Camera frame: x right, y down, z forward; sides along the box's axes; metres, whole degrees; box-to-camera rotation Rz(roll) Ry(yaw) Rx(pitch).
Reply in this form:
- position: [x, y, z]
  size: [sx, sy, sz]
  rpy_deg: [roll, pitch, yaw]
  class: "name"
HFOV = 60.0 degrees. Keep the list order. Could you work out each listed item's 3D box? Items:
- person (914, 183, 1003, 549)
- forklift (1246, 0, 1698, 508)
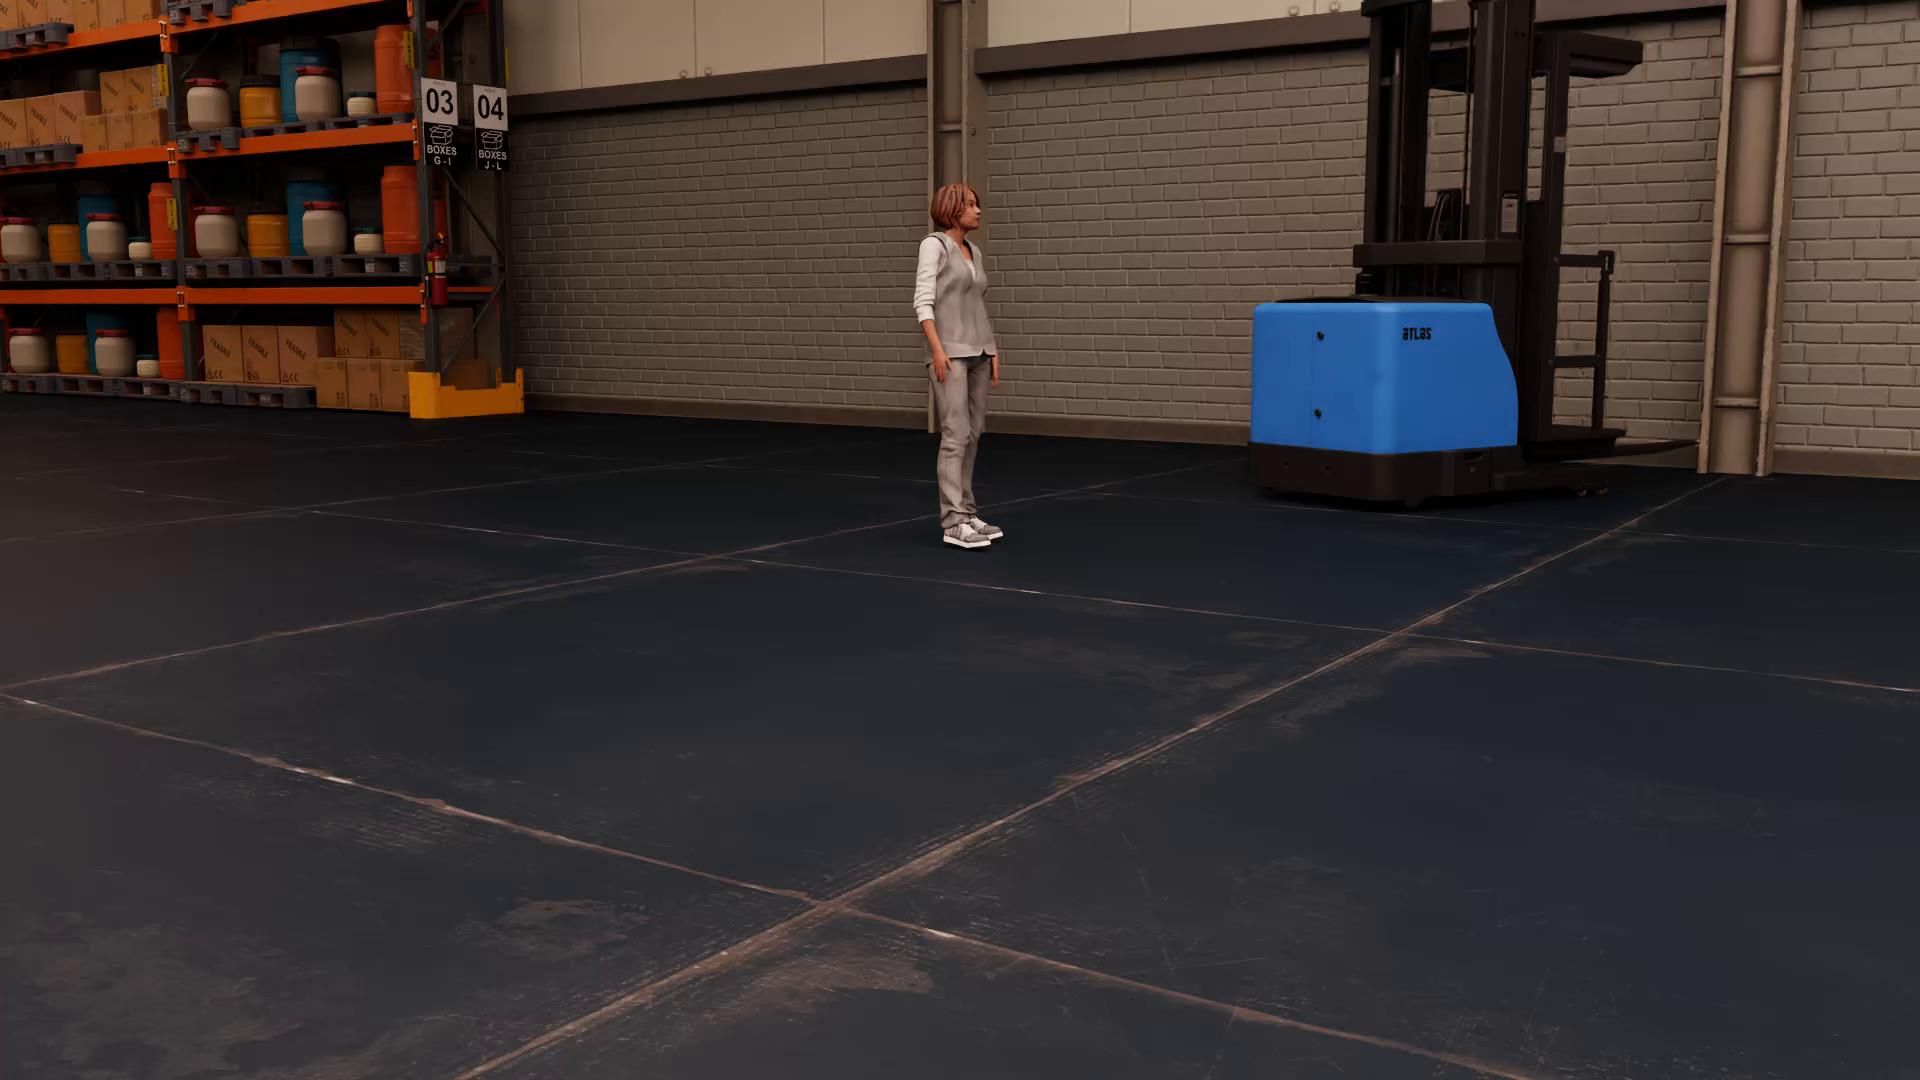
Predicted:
- position: [0.053, -0.790, 7.438]
  size: [0.475, 1.596, 0.521]
  rpy_deg: [5, 10, 34]
  class: "person"
- position: [3.106, -1.751, 9.505]
  size: [3.031, 2.935, 1.130]
  rpy_deg: [-5, 10, -33]
  class: "forklift"
